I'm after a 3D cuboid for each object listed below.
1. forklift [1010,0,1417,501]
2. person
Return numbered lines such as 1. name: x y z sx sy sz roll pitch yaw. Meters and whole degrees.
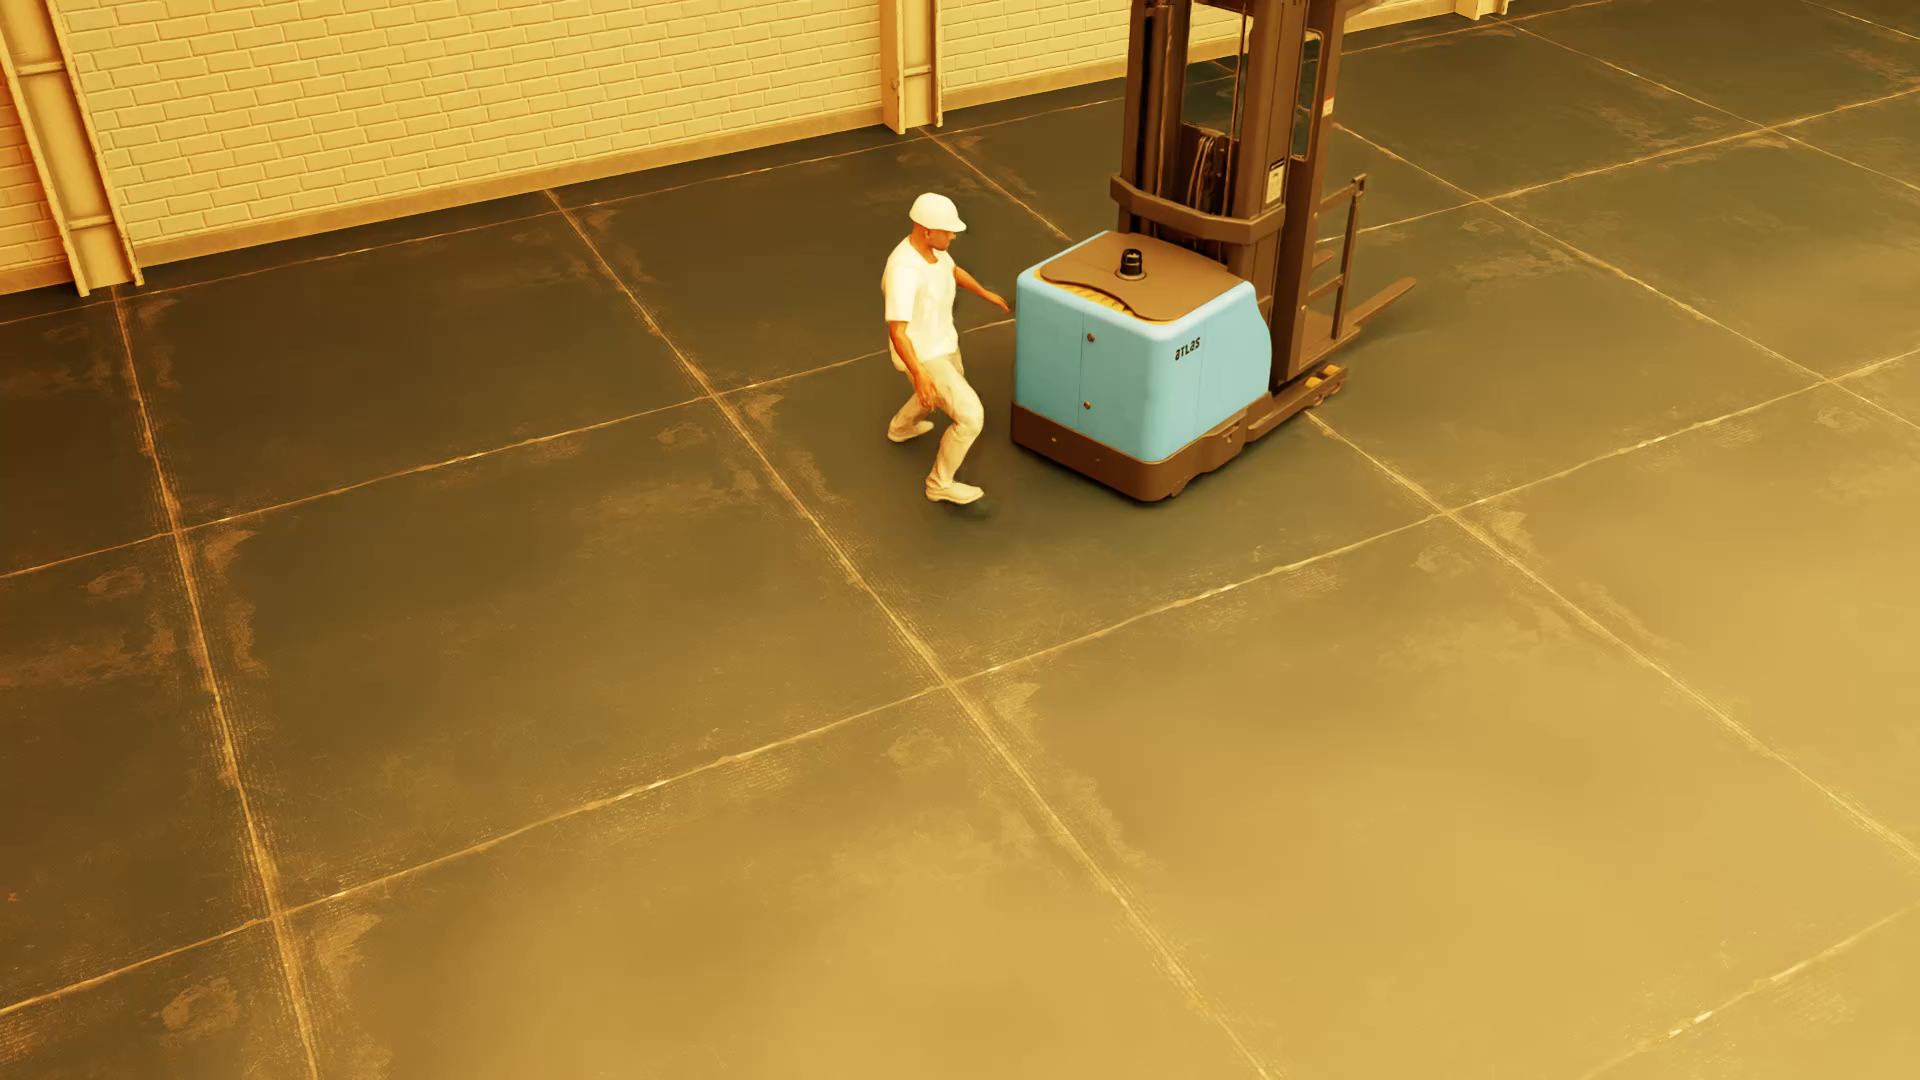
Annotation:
1. forklift: 1.652 -2.164 9.185 1.130 2.935 3.031 28 44 34
2. person: -0.122 -1.064 8.795 0.719 1.632 1.020 10 36 13
